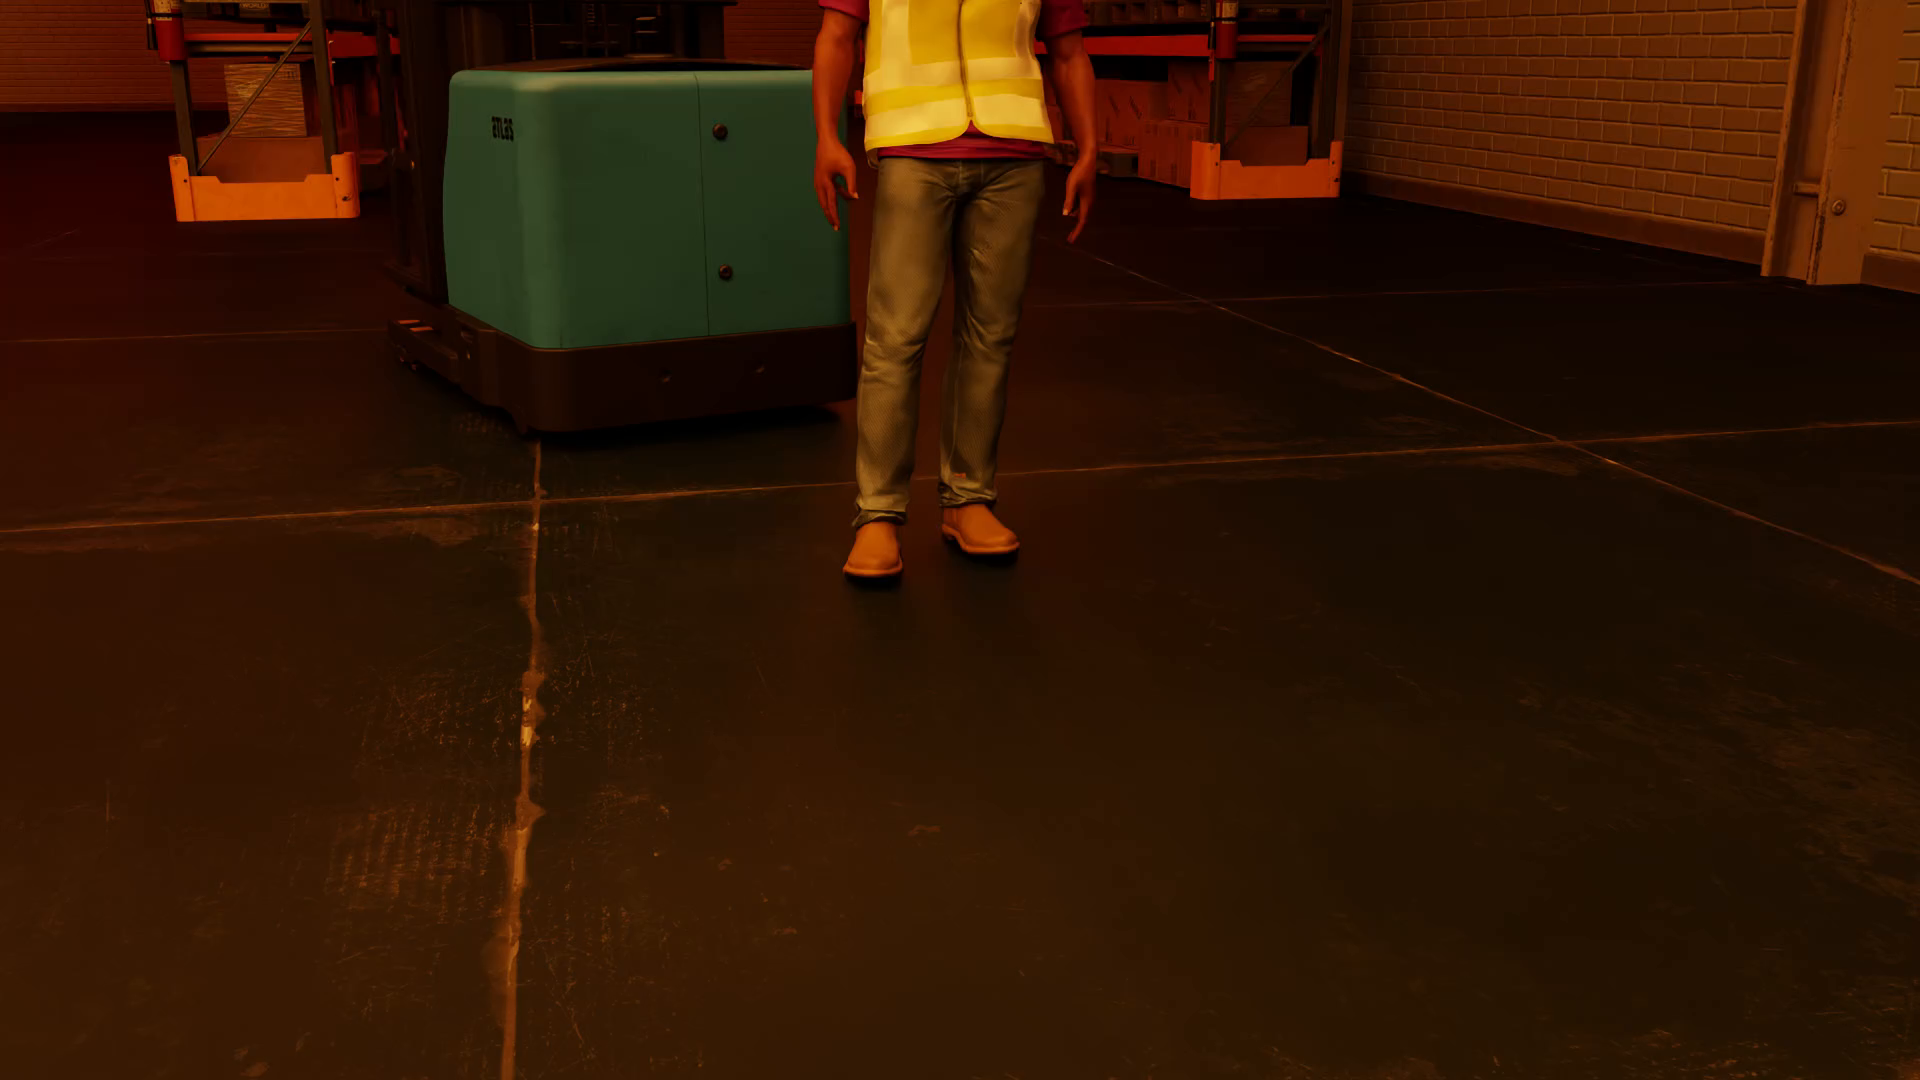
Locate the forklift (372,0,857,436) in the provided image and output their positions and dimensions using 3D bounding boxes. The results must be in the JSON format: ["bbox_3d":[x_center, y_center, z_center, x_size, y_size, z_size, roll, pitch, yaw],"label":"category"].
[{"bbox_3d":[-1.504,-2.084,5.886,1.130,2.935,3.031,-9,19,-29],"label":"forklift"}]

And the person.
[{"bbox_3d":[0.011,-0.834,3.696,0.666,1.768,0.575,-4,17,-12],"label":"person"}]
